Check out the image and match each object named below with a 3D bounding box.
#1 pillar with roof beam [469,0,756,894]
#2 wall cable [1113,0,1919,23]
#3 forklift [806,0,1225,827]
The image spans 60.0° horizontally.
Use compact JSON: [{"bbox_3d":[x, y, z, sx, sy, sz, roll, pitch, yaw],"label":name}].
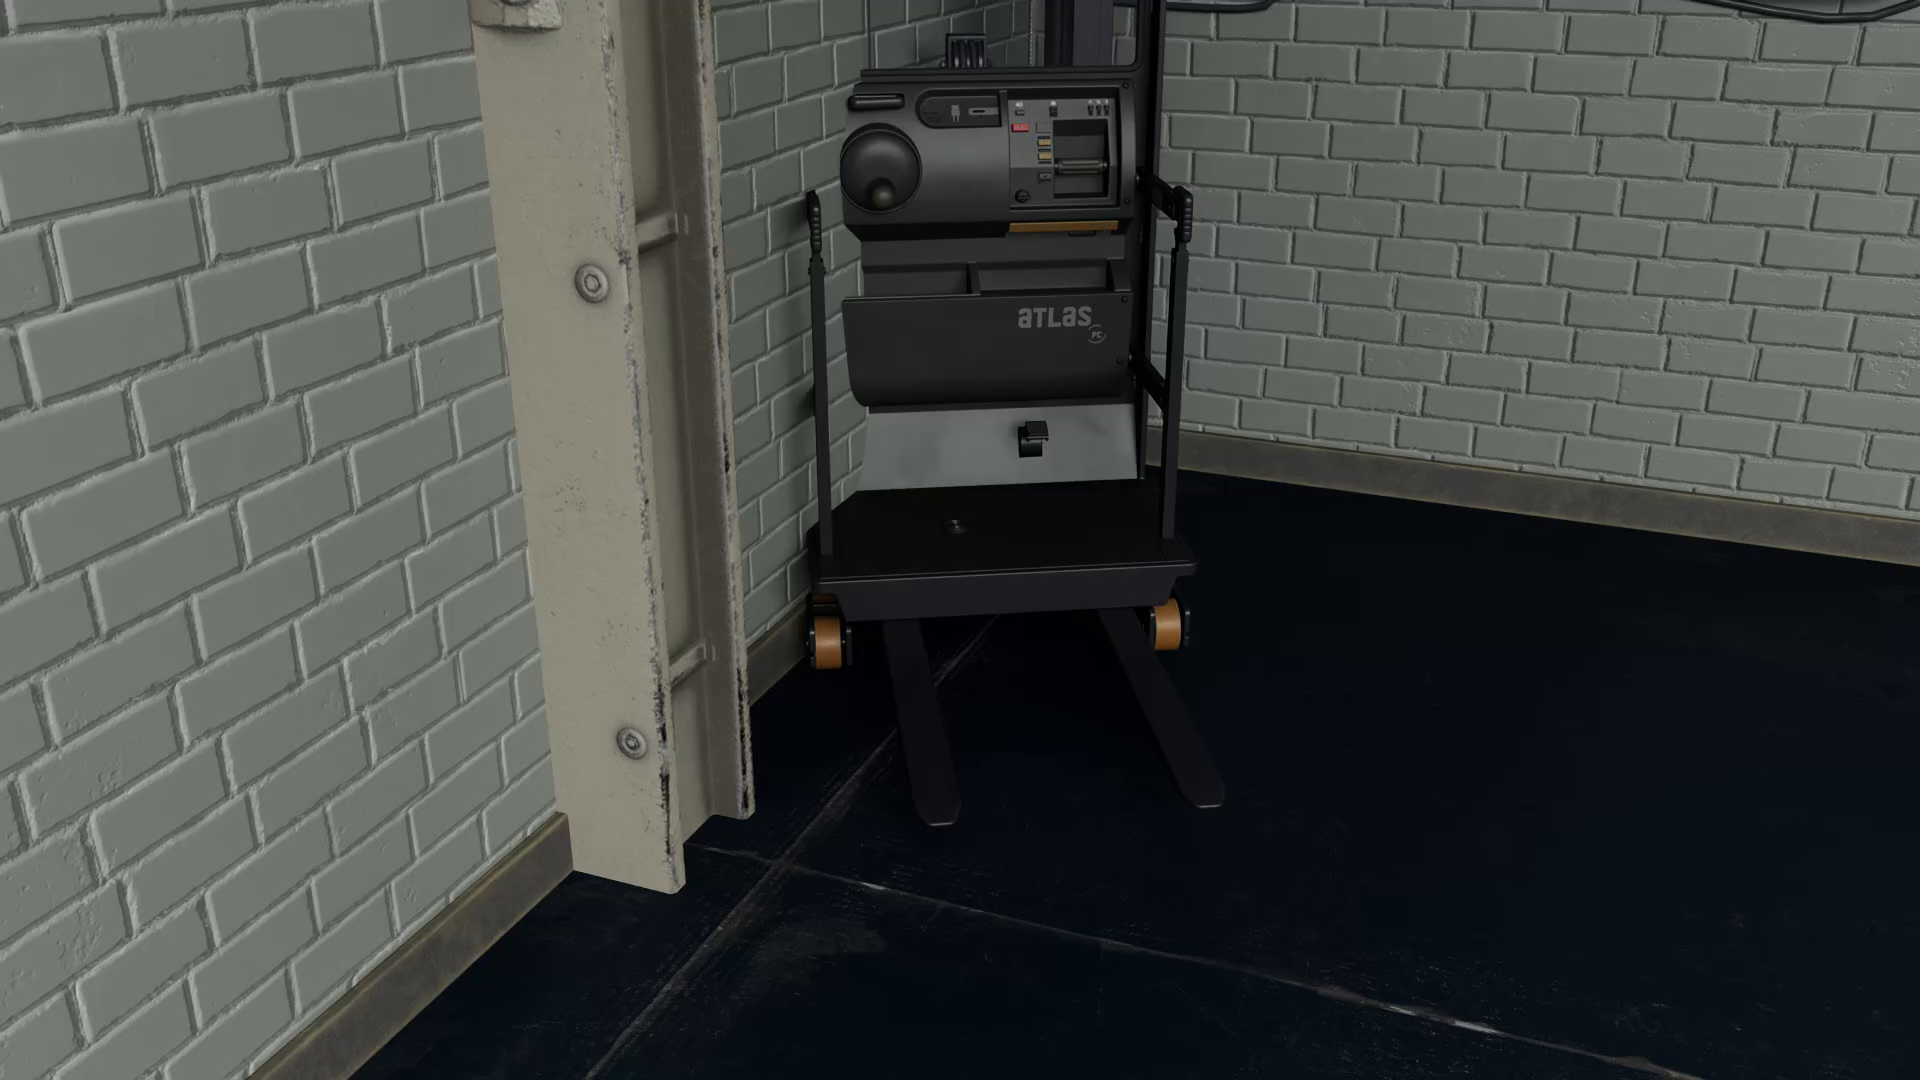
[{"bbox_3d":[3.274,-2.817,0.819,9.100,9.000,0.400,9,24,20],"label":"pillar with roof beam"},{"bbox_3d":[1.599,-2.866,4.964,3.097,2.526,0.112,9,24,20],"label":"wall cable"},{"bbox_3d":[0.076,-1.113,4.612,1.130,2.935,3.031,-3,23,-6],"label":"forklift"}]
